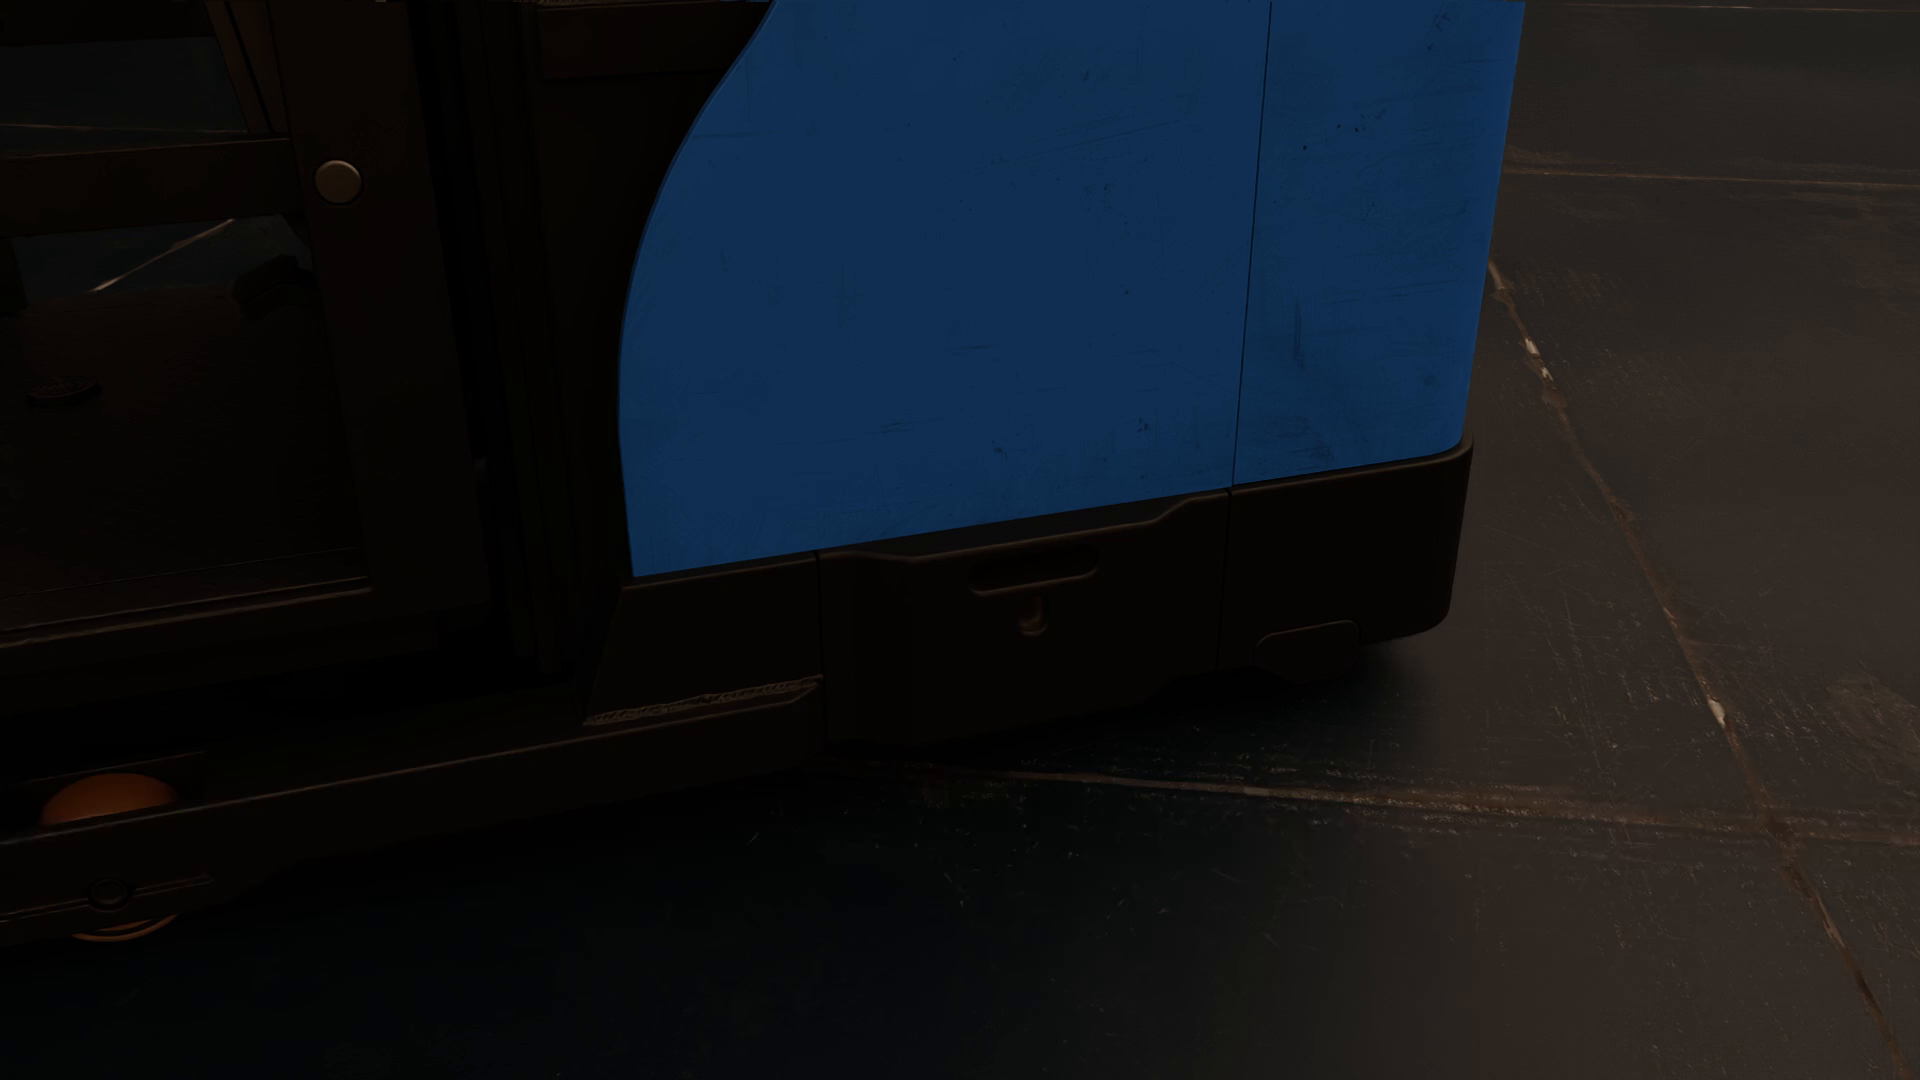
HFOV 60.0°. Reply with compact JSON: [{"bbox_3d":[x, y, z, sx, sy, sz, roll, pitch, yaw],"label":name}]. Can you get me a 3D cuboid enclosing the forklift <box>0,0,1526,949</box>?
[{"bbox_3d":[-0.934,-1.143,1.507,3.031,2.935,1.130,-9,28,-17],"label":"forklift"}]
